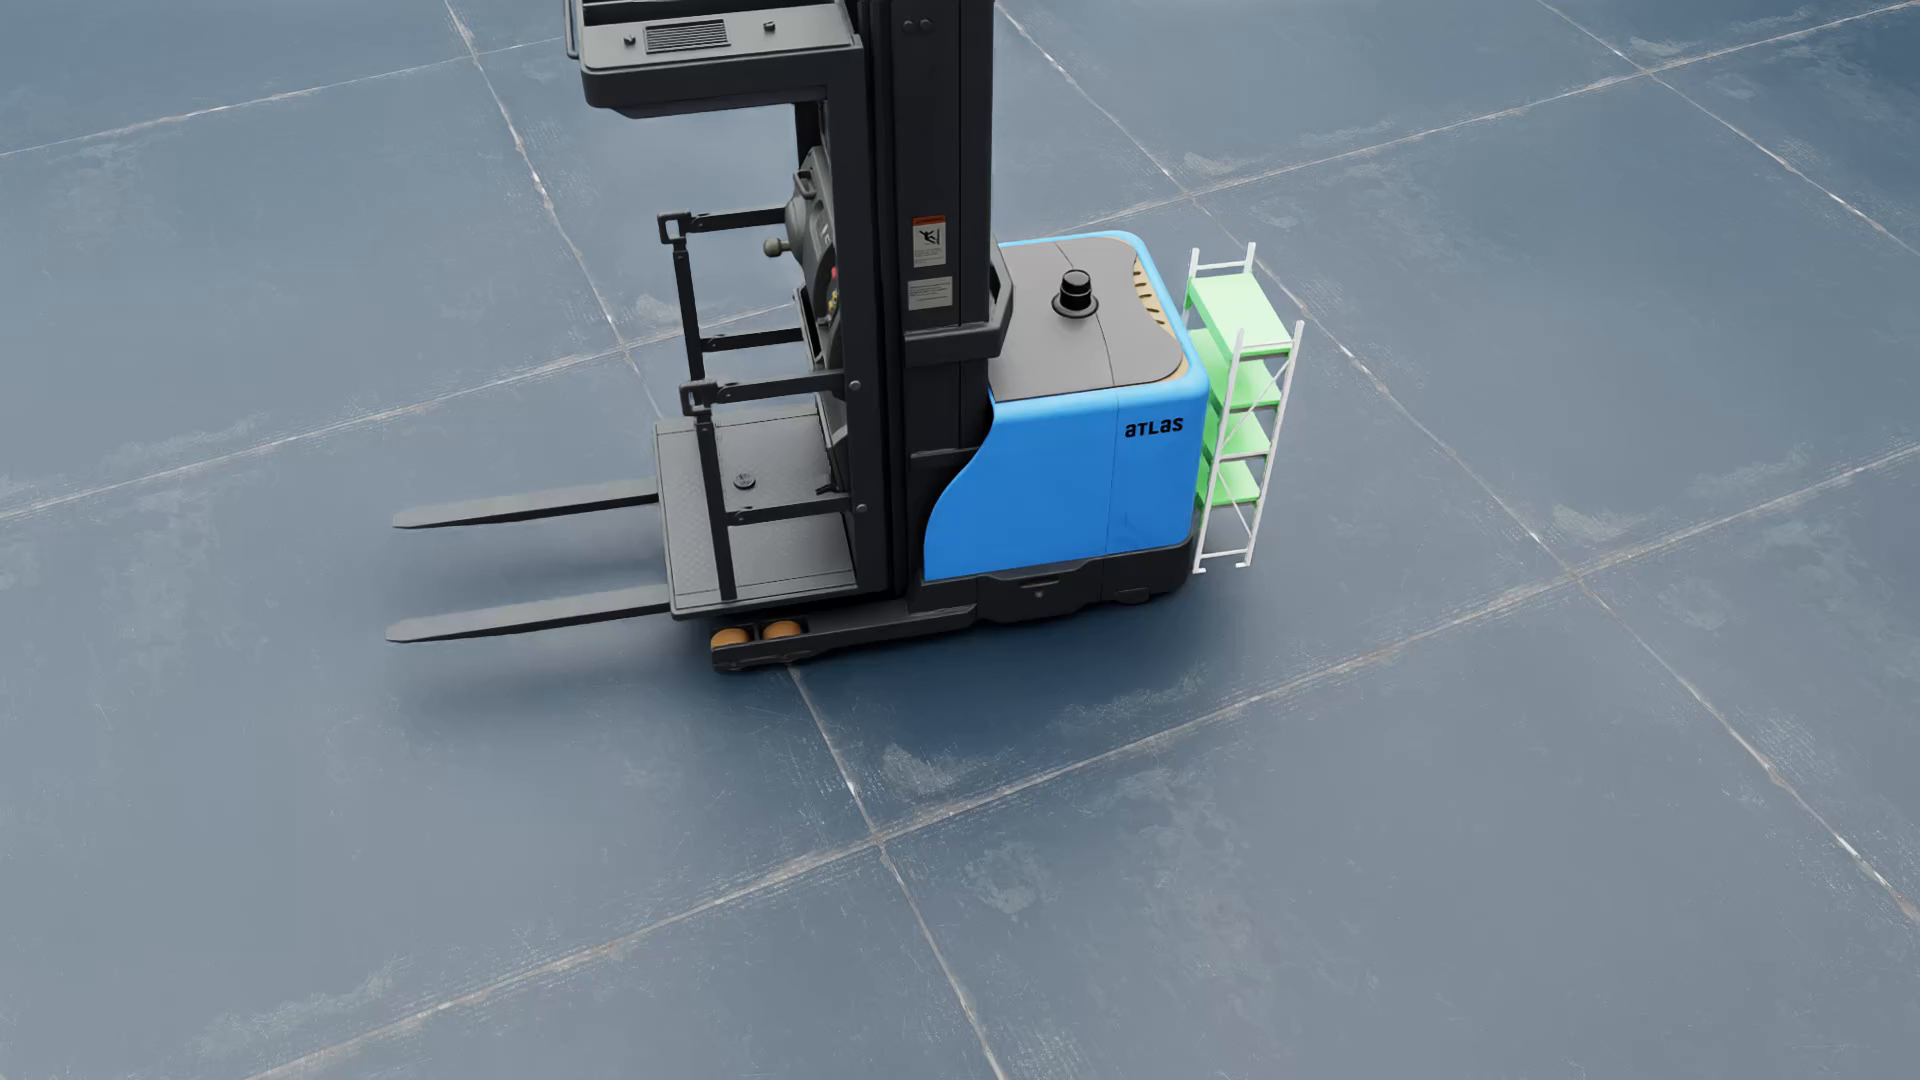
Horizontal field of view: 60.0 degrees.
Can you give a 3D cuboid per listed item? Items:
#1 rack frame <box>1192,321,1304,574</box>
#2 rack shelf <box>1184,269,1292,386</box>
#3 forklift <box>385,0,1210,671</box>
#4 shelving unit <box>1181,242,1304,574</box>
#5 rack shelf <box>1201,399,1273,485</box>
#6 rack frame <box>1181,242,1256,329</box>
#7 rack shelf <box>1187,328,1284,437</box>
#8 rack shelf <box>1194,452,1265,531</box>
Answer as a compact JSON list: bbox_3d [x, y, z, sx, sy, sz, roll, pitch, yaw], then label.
[{"bbox_3d":[1.062,-0.317,6.210,0.240,1.200,0.015,-8,45,-11],"label":"rack frame"},{"bbox_3d":[1.023,-0.783,6.090,0.258,0.148,0.480,-8,45,-11],"label":"rack shelf"},{"bbox_3d":[-0.676,-0.958,5.635,3.031,2.935,1.130,-8,45,-8],"label":"forklift"},{"bbox_3d":[1.007,-0.484,6.379,0.258,1.200,0.503,-8,45,-11],"label":"shelving unit"},{"bbox_3d":[1.004,-0.439,6.424,0.258,0.148,0.480,-8,45,-11],"label":"rack shelf"},{"bbox_3d":[0.952,-0.651,6.549,0.240,1.200,0.015,-8,45,-11],"label":"rack frame"},{"bbox_3d":[1.013,-0.611,6.257,0.258,0.148,0.480,-8,45,-11],"label":"rack shelf"},{"bbox_3d":[0.995,-0.266,6.591,0.258,0.148,0.480,-8,45,-11],"label":"rack shelf"}]
